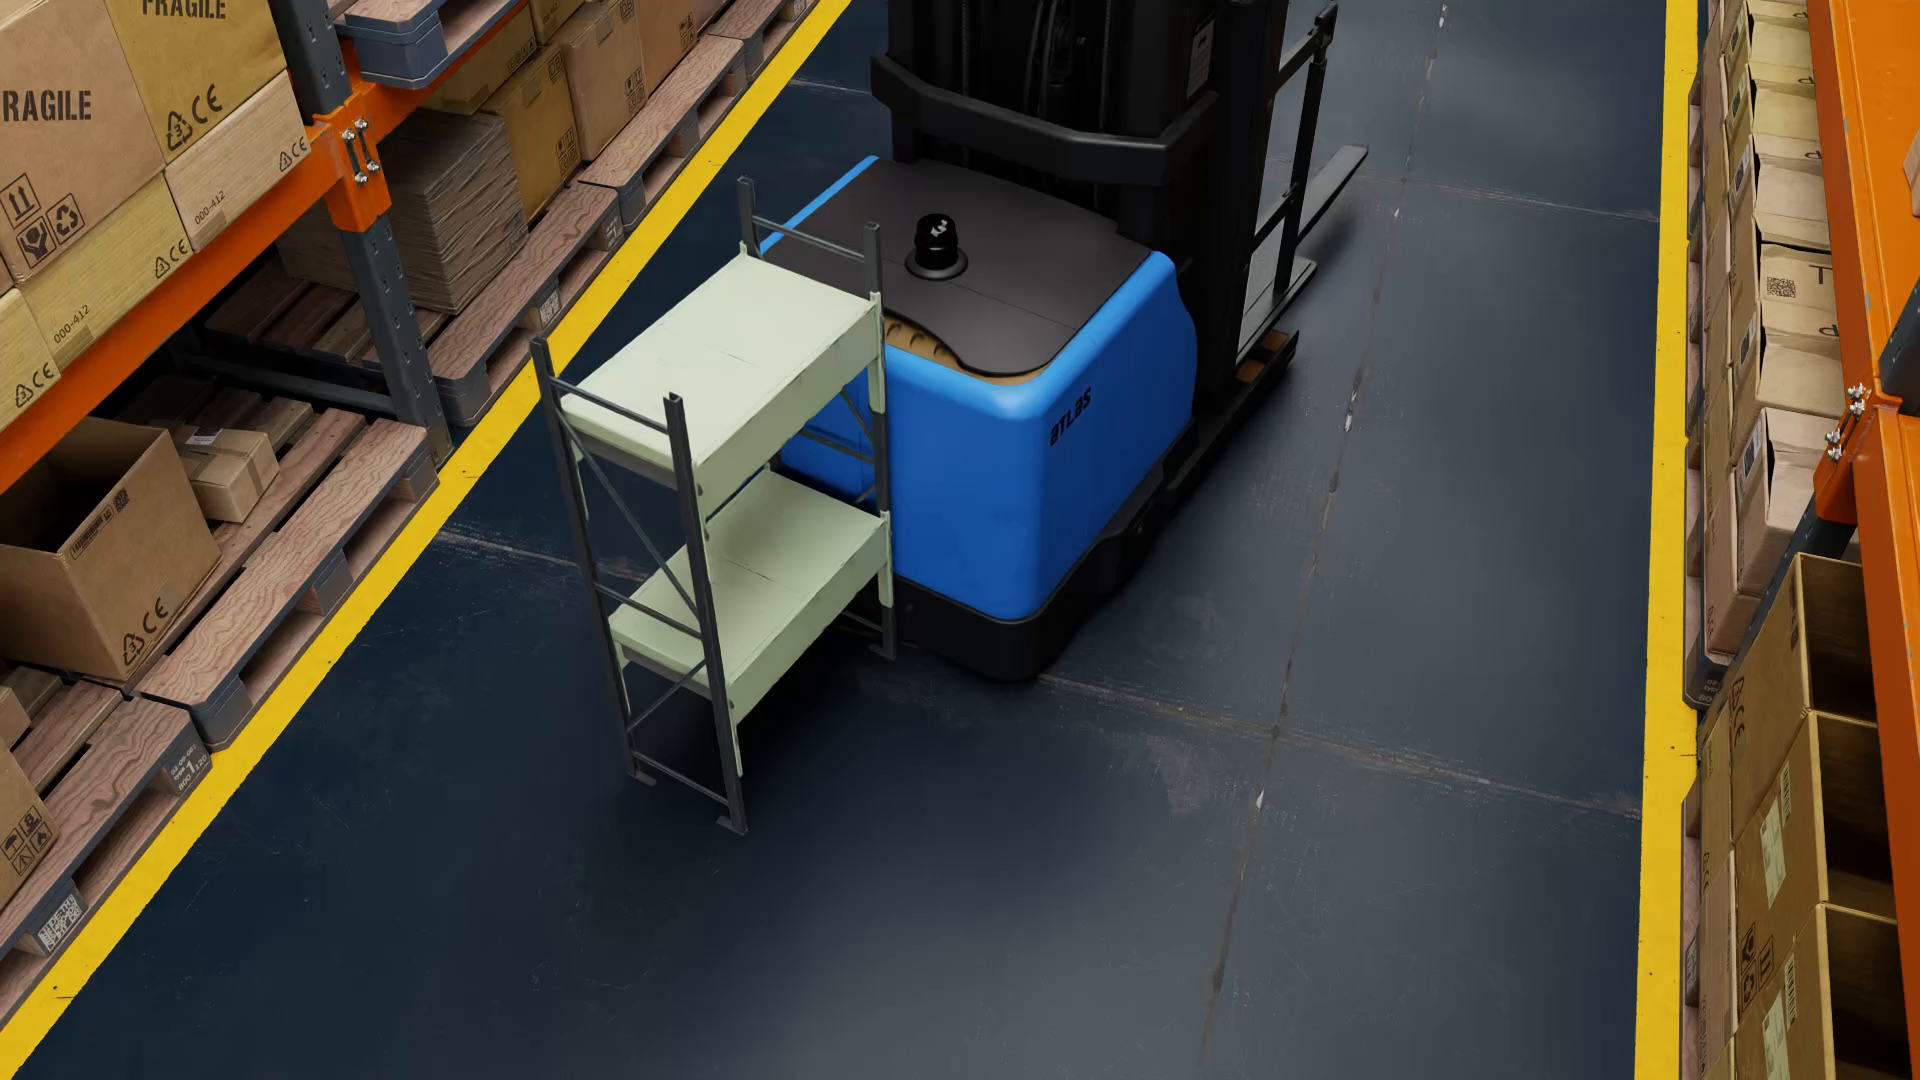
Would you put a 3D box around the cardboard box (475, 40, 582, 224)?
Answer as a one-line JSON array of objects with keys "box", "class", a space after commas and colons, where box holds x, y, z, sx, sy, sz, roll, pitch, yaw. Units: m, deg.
[{"box": [-1.865, -1.548, 6.159, 0.700, 0.500, 0.500, 12, 46, 12], "class": "cardboard box"}]

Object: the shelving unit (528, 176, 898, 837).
[{"box": [-0.552, -0.042, 4.220, 0.431, 1.500, 0.755, 23, 49, 22], "class": "shelving unit"}]

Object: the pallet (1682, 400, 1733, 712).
[{"box": [2.727, 0.109, 4.987, 1.003, 0.211, 1.213, 13, 46, 13], "class": "pallet"}]

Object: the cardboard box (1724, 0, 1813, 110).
[{"box": [3.163, -1.783, 6.192, 0.500, 0.311, 0.500, 11, 46, 12], "class": "cardboard box"}]

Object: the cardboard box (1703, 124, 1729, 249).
[{"box": [3.011, -1.251, 6.050, 0.500, 0.250, 0.500, 11, 46, 11], "class": "cardboard box"}]

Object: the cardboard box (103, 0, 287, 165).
[{"box": [-2.030, -1.275, 3.965, 0.500, 0.500, 0.500, 12, 46, 12], "class": "cardboard box"}]

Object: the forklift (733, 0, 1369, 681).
[{"box": [0.523, -1.661, 4.851, 1.130, 2.935, 3.031, 23, 49, 22], "class": "forklift"}]

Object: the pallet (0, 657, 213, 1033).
[{"box": [-2.718, 0.833, 4.248, 1.003, 0.211, 1.213, 13, 46, 13], "class": "pallet"}]

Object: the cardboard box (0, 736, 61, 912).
[{"box": [-2.655, 0.667, 3.896, 0.700, 0.500, 0.500, 10, 45, 10], "class": "cardboard box"}]

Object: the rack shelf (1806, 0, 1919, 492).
[{"box": [3.147, -1.464, 5.116, 1.077, 0.370, 4.000, 13, 46, 13], "class": "rack shelf"}]

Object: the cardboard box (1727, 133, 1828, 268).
[{"box": [2.851, -1.101, 5.495, 0.500, 0.311, 0.500, 12, 46, 12], "class": "cardboard box"}]

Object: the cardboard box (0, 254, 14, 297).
[{"box": [-2.338, -0.608, 3.284, 0.500, 0.500, 0.500, 11, 46, 11], "class": "cardboard box"}]

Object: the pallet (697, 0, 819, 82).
[{"box": [-1.208, -2.584, 7.739, 1.003, 0.211, 1.213, 13, 46, 13], "class": "pallet"}]

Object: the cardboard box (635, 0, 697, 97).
[{"box": [-1.528, -2.218, 6.844, 0.700, 0.500, 0.500, 12, 46, 12], "class": "cardboard box"}]

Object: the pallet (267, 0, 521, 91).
[{"box": [-1.811, -1.845, 5.127, 1.003, 0.211, 1.213, 13, 46, 13], "class": "pallet"}]

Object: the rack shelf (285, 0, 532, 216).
[{"box": [-1.575, -2.510, 6.185, 1.077, 0.370, 4.000, 13, 46, 13], "class": "rack shelf"}]

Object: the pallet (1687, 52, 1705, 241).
[{"box": [3.466, -1.517, 6.649, 1.003, 0.211, 1.213, 13, 46, 13], "class": "pallet"}]

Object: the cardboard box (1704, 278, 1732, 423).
[{"box": [2.700, -0.571, 5.354, 0.500, 0.250, 0.500, 13, 46, 13], "class": "cardboard box"}]

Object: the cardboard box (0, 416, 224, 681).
[{"box": [-2.457, 0.002, 4.576, 0.500, 0.500, 0.500, 9, 45, 9], "class": "cardboard box"}]

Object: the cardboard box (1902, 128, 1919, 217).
[{"box": [2.632, -0.965, 4.187, 0.396, 0.266, 0.258, 12, 46, 12], "class": "cardboard box"}]

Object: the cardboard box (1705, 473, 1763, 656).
[{"box": [2.390, 0.107, 4.662, 0.500, 0.250, 0.500, 12, 46, 12], "class": "cardboard box"}]

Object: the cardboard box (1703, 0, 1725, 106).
[{"box": [3.314, -1.934, 6.748, 0.500, 0.250, 0.500, 12, 46, 12], "class": "cardboard box"}]

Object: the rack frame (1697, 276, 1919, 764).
[{"box": [2.541, -0.388, 3.502, 1.000, 3.000, 0.127, 13, 46, 13], "class": "rack frame"}]

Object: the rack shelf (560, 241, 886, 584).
[{"box": [-0.552, -0.320, 3.947, 0.431, 0.370, 0.720, 23, 49, 22], "class": "rack shelf"}]

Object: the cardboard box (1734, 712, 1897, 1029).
[{"box": [1.958, 0.755, 3.464, 0.500, 0.500, 0.500, 13, 46, 13], "class": "cardboard box"}]

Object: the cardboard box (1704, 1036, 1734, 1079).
[{"box": [1.799, 1.354, 3.387, 0.500, 0.250, 0.500, 13, 46, 13], "class": "cardboard box"}]

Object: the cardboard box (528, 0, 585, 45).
[{"box": [-1.690, -2.102, 6.190, 0.500, 0.250, 0.500, 11, 46, 11], "class": "cardboard box"}]

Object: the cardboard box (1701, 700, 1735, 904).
[{"box": [2.112, 0.690, 4.066, 0.500, 0.250, 0.500, 13, 46, 13], "class": "cardboard box"}]

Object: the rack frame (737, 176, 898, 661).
[{"box": [-0.360, -0.259, 4.443, 0.400, 1.500, 0.023, 23, 49, 22], "class": "rack frame"}]

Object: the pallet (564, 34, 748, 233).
[{"box": [-1.579, -1.773, 6.911, 1.003, 0.211, 1.213, 13, 46, 13], "class": "pallet"}]

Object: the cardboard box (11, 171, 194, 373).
[{"box": [-2.194, -0.678, 3.891, 0.500, 0.250, 0.500, 13, 46, 13], "class": "cardboard box"}]

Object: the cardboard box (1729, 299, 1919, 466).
[{"box": [2.542, -0.434, 4.814, 0.500, 0.311, 0.500, 14, 46, 14], "class": "cardboard box"}]
